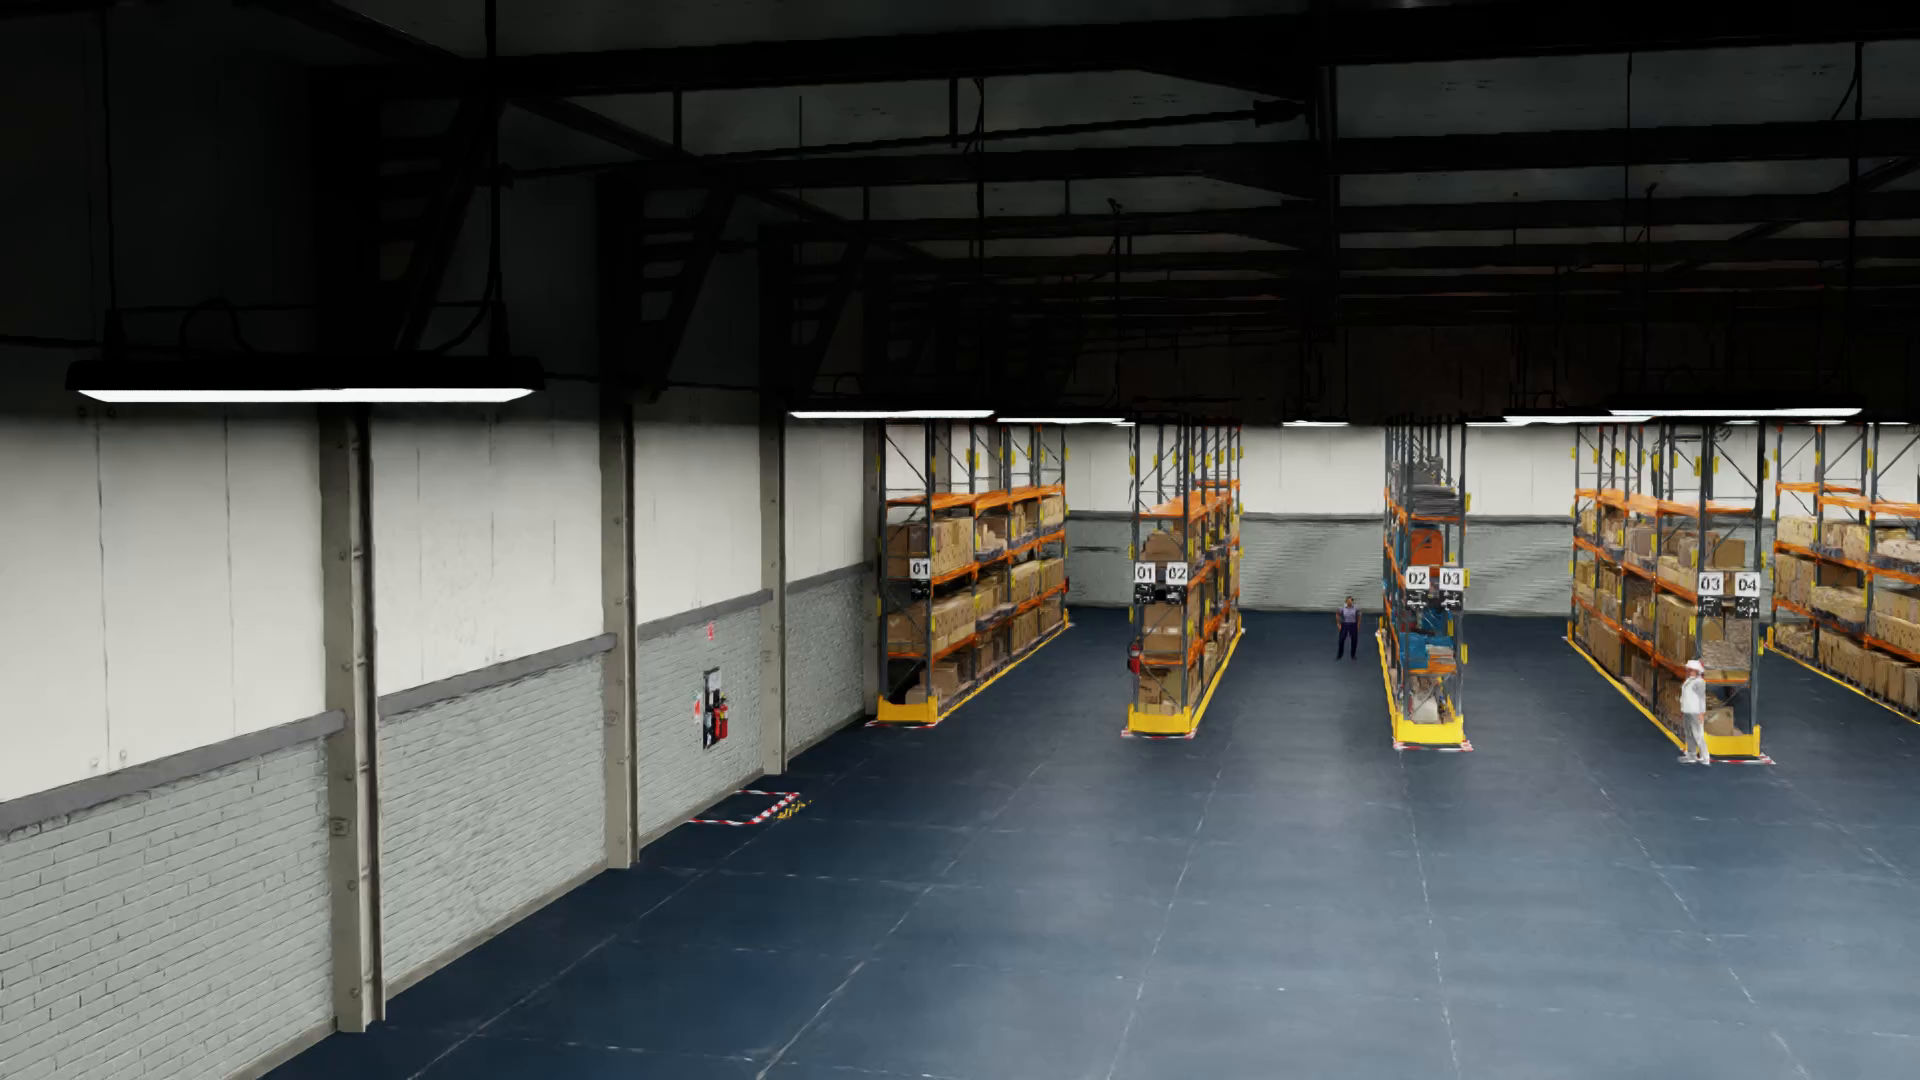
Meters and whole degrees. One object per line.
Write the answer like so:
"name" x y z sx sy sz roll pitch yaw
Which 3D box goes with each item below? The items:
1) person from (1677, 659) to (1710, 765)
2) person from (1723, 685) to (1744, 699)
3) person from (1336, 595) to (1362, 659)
"person" 12.532 2.924 28.333 0.440 1.775 0.651 0 4 0
"person" 16.365 2.467 35.139 0.463 1.731 0.598 -1 4 -15
"person" 9.612 2.152 41.142 0.625 1.596 0.517 1 4 11
